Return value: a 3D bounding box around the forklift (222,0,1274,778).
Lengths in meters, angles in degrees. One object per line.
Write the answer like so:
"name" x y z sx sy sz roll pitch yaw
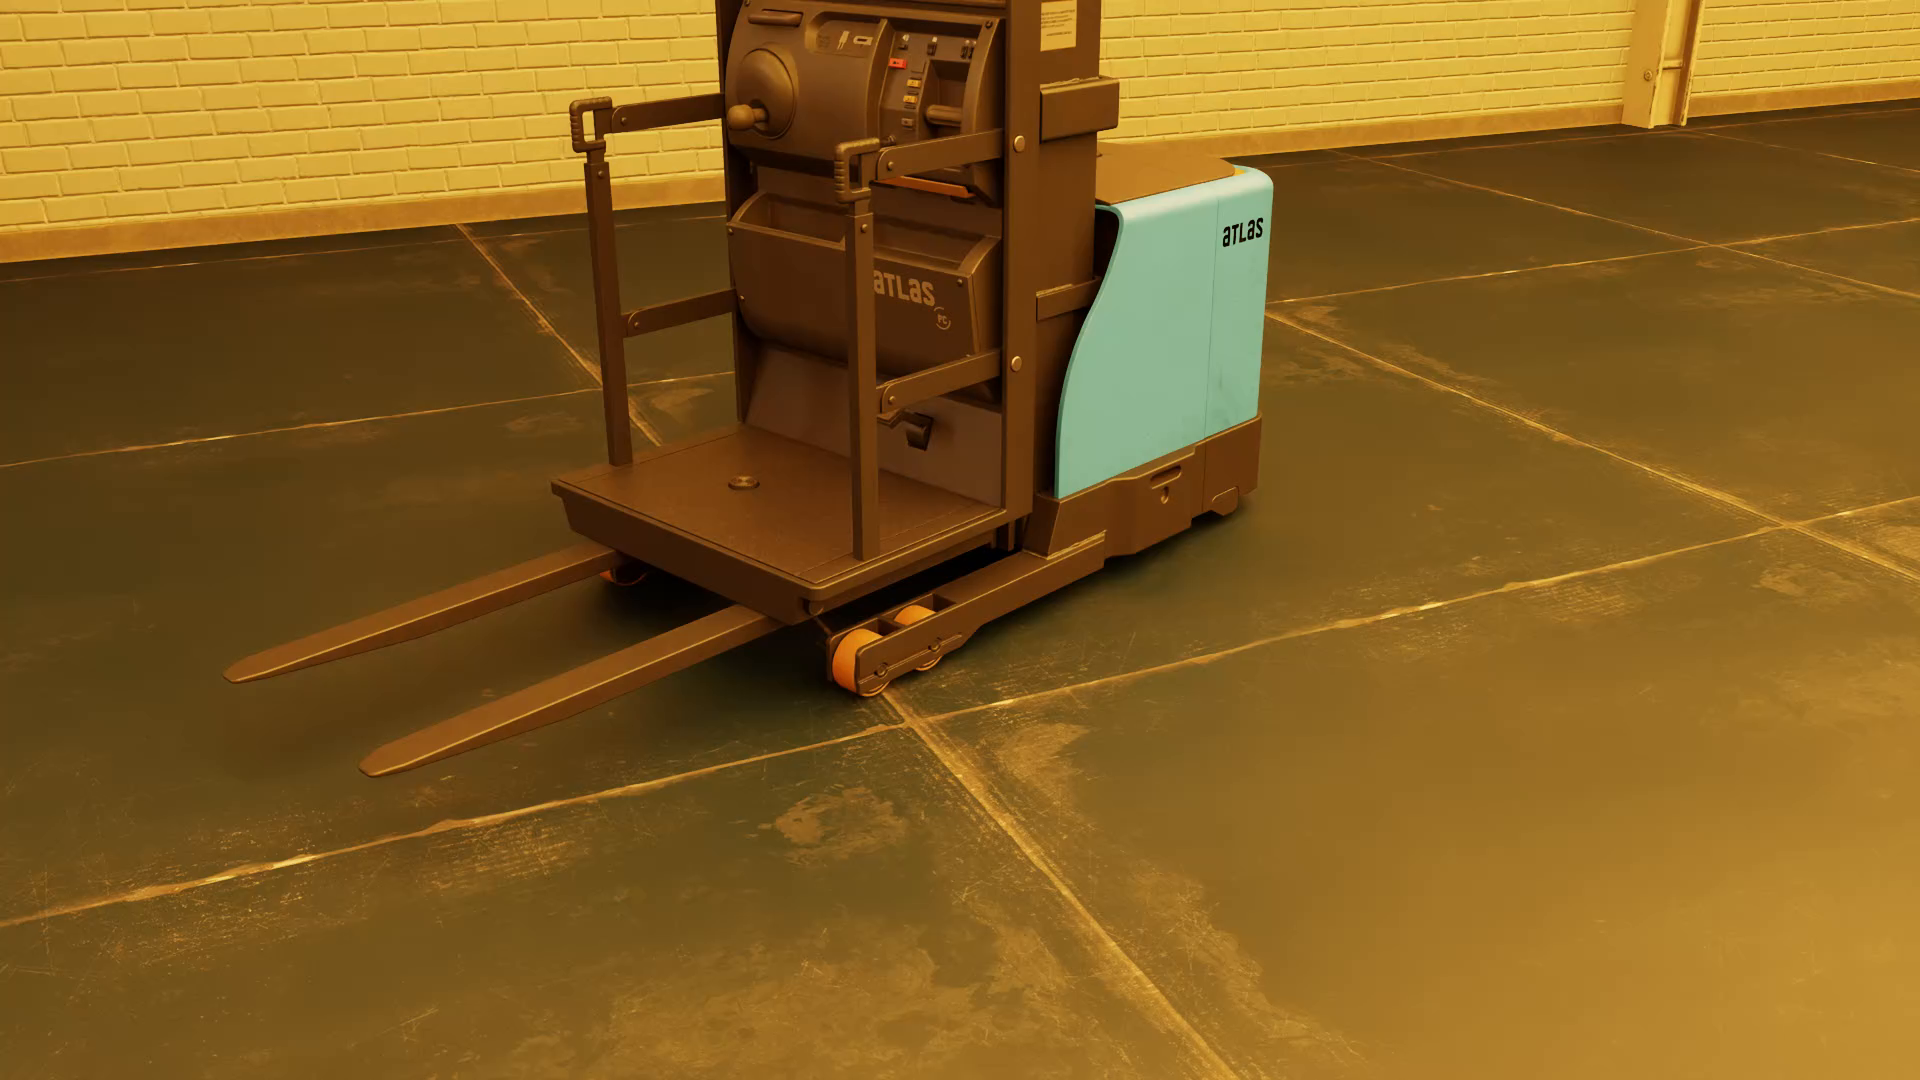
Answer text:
"forklift" -0.413 -1.182 4.131 1.130 2.935 3.031 19 29 39
